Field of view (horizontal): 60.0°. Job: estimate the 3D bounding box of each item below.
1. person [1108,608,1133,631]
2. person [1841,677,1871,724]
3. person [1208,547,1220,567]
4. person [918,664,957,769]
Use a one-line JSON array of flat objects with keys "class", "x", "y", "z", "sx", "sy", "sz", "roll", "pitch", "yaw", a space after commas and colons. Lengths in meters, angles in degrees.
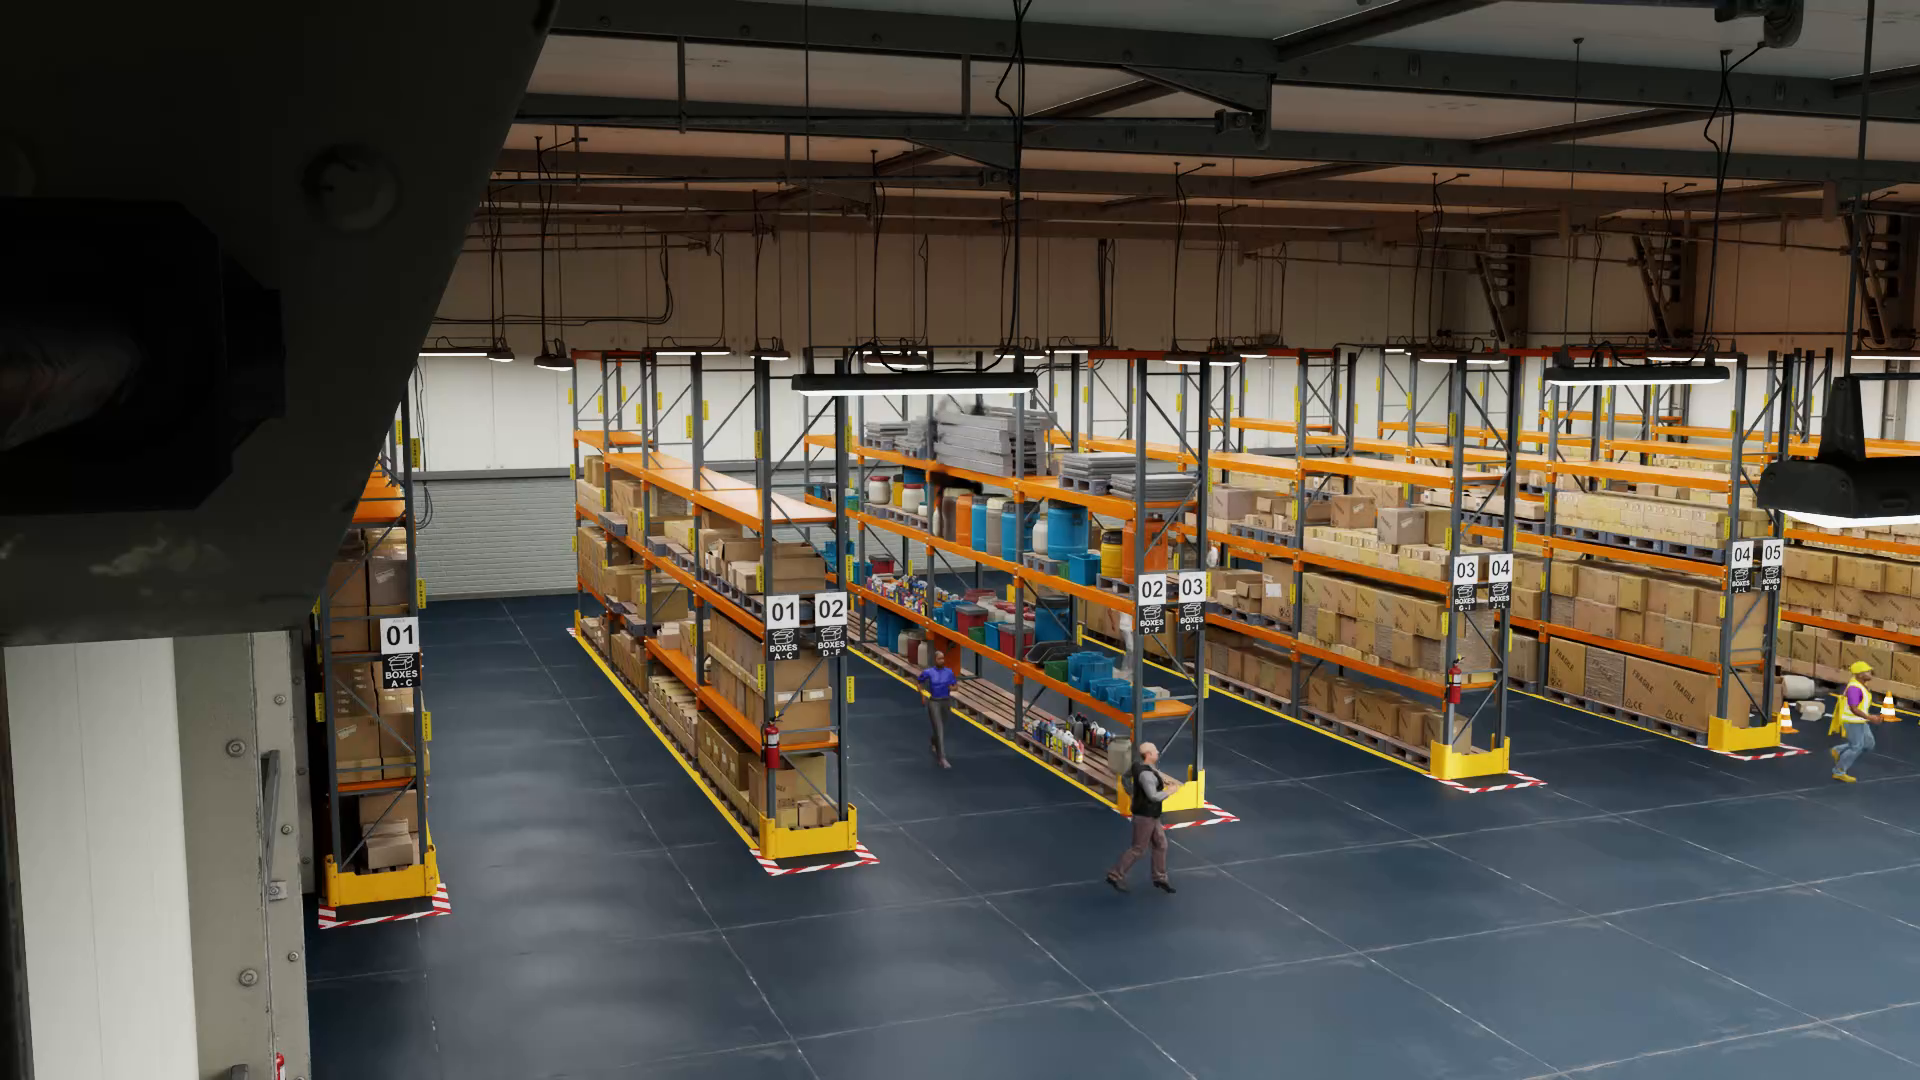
[{"class": "person", "x": 3.136, "y": 1.216, "z": 30.337, "sx": 0.674, "sy": 0.894, "sz": 0.692, "roll": -3, "pitch": 8, "yaw": -23}, {"class": "person", "x": 12.668, "y": 2.264, "z": 23.515, "sx": 0.371, "sy": 0.641, "sz": 0.686, "roll": 5, "pitch": 9, "yaw": 34}, {"class": "person", "x": 5.572, "y": 0.900, "z": 37.671, "sx": 0.655, "sy": 1.508, "sz": 0.820, "roll": -2, "pitch": 7, "yaw": -17}, {"class": "person", "x": -0.307, "y": 2.554, "z": 24.507, "sx": 0.529, "sy": 1.450, "sz": 0.929, "roll": -3, "pitch": 8, "yaw": -25}]
